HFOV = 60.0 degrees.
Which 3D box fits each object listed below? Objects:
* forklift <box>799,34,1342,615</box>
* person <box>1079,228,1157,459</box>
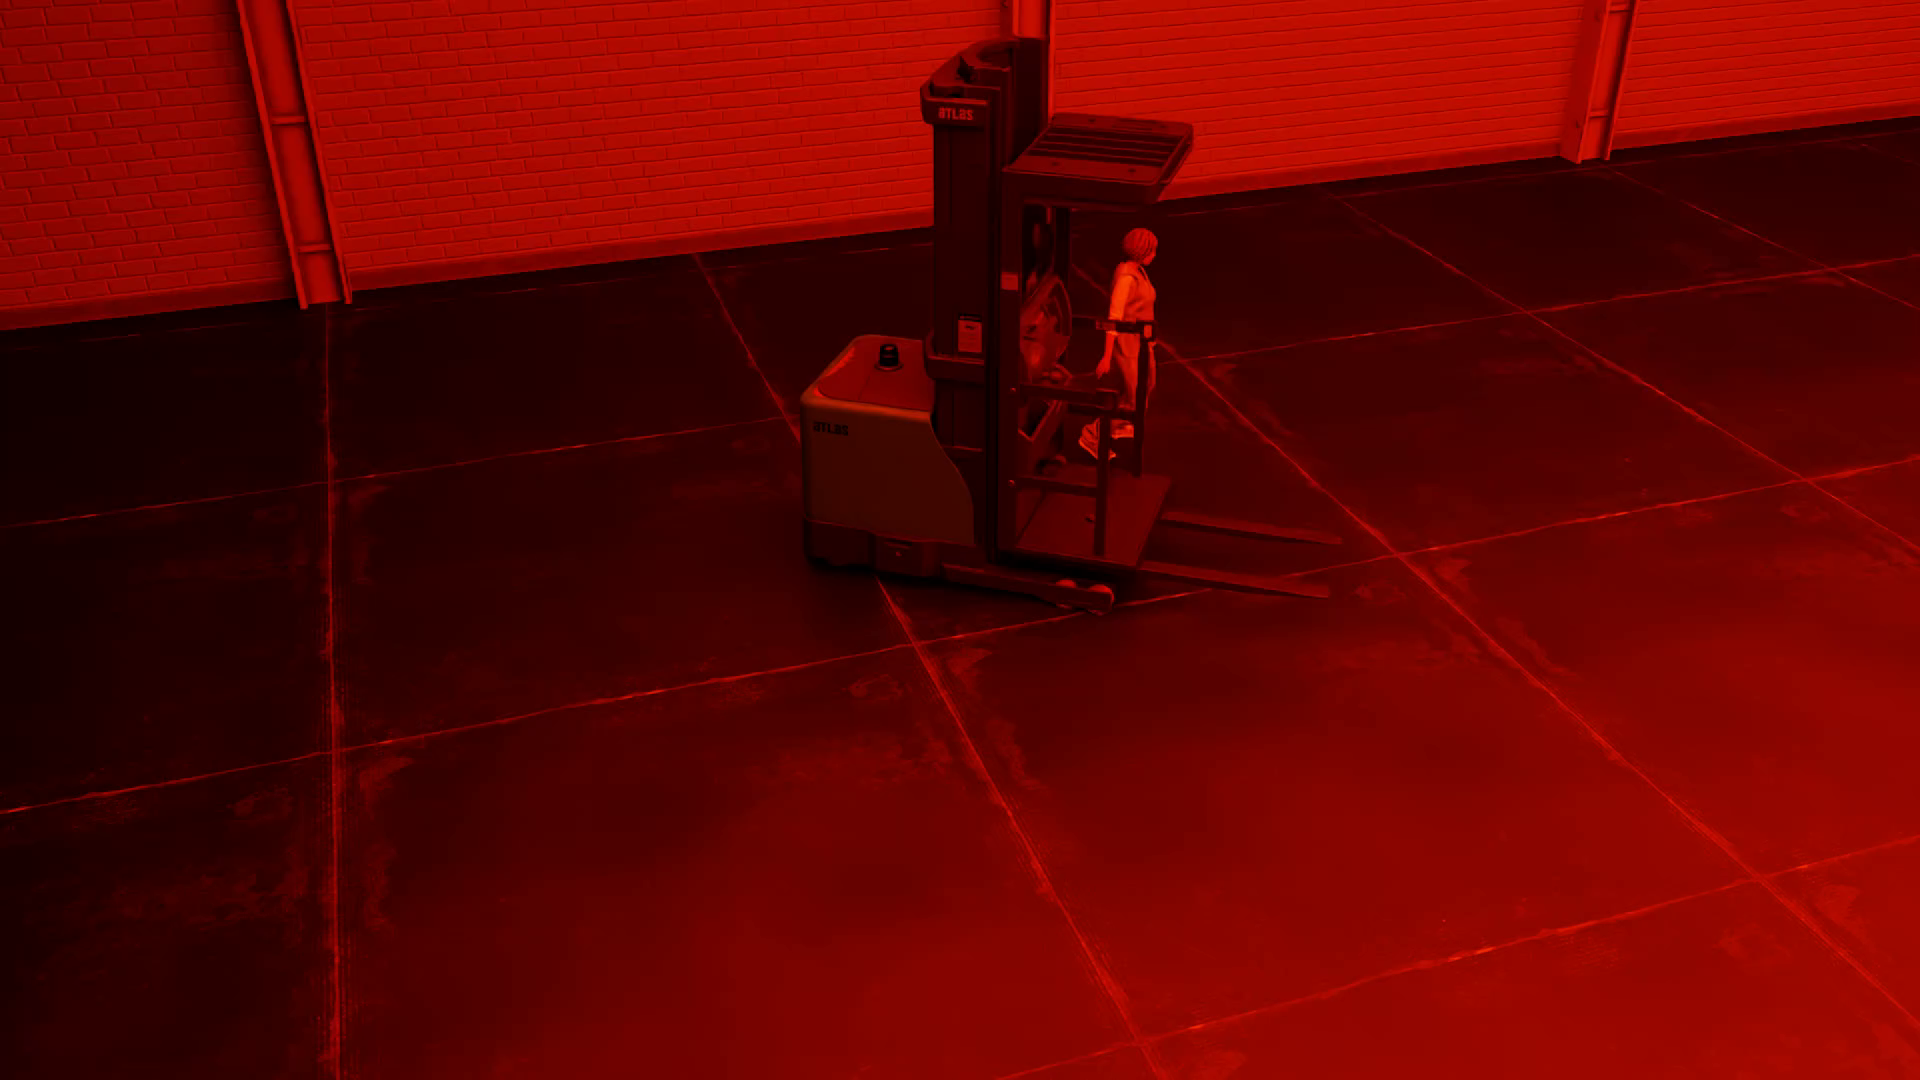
[{"bbox_3d":[0.660,-1.149,9.084,3.031,2.935,1.130,9,31,15],"label":"forklift"},{"bbox_3d":[1.033,-1.236,10.657,0.444,1.529,0.743,10,31,16],"label":"person"}]
